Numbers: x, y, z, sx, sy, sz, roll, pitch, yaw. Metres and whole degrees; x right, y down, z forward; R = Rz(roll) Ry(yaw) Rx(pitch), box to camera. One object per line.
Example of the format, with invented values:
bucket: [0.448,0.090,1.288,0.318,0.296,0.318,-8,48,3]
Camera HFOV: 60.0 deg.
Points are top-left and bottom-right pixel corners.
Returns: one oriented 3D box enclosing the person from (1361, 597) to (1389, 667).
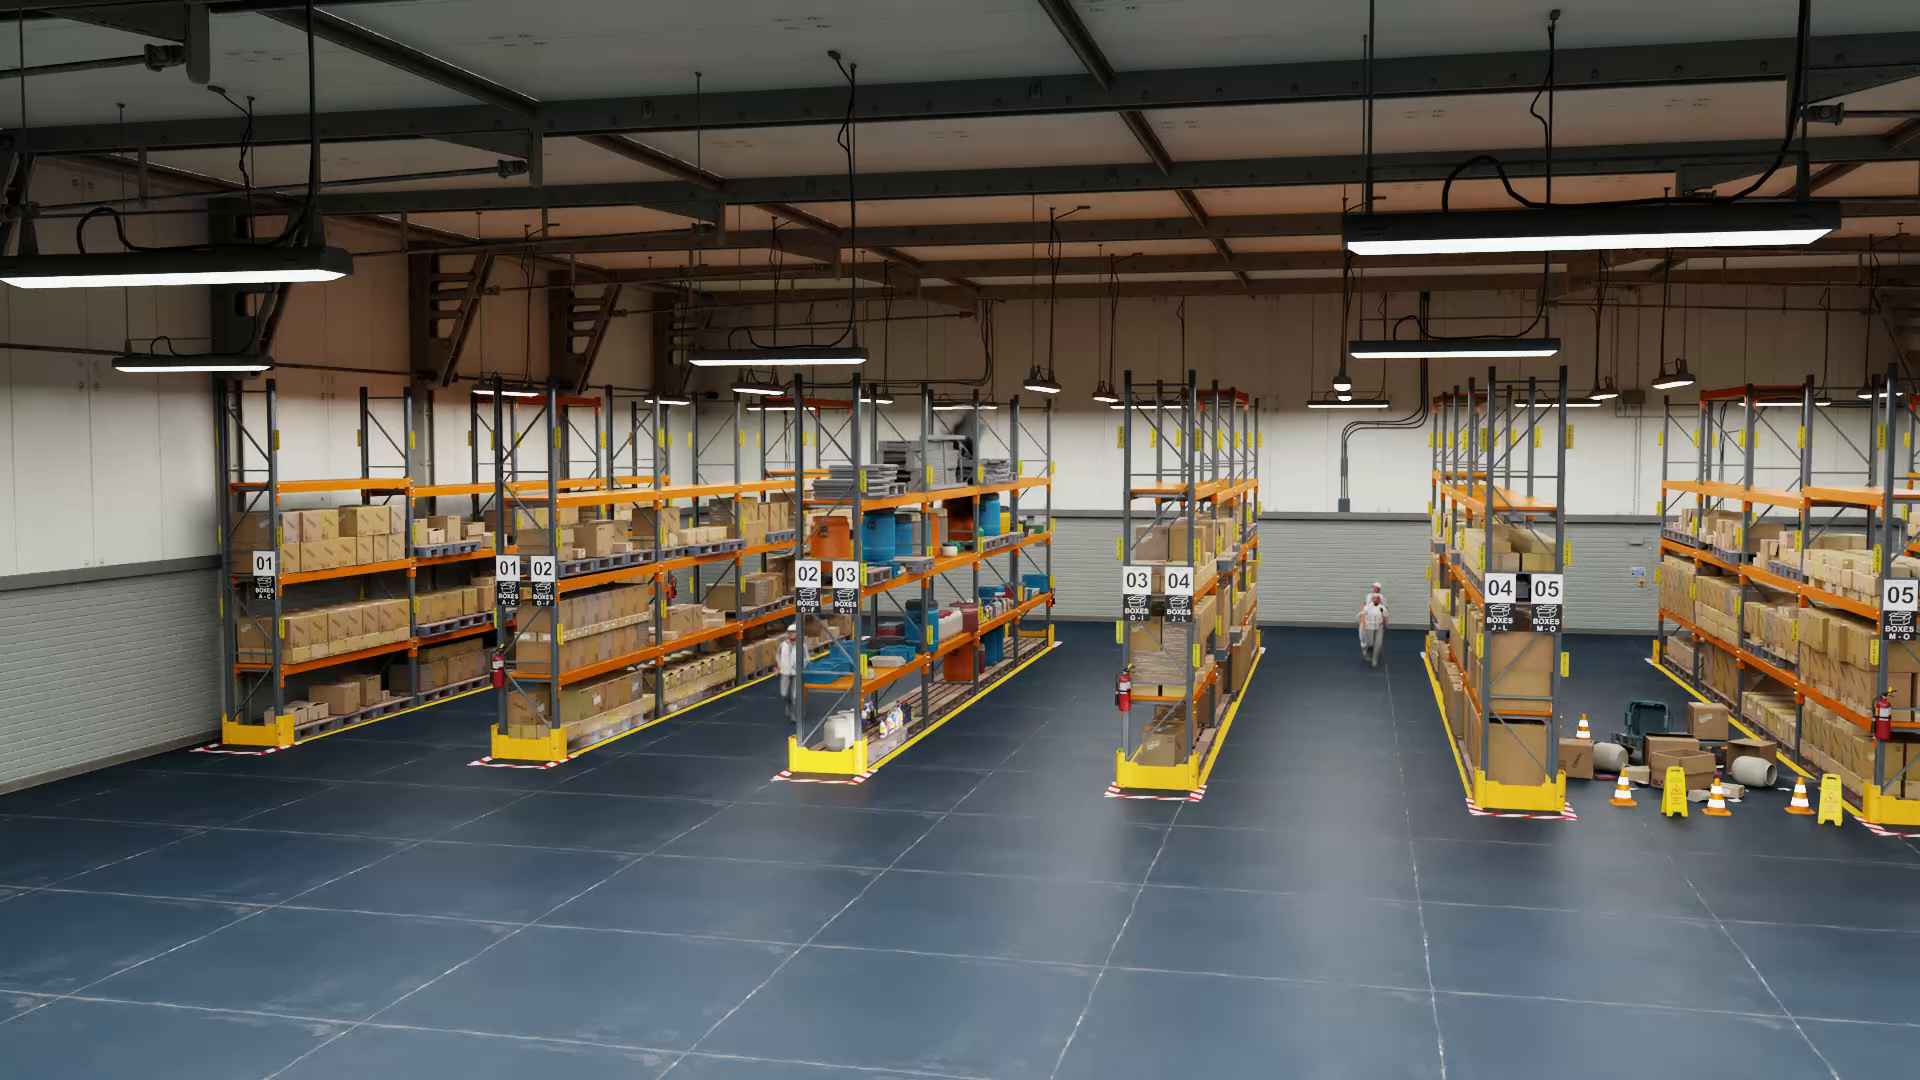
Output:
person: [9.186,2.006,36.809,0.603,1.598,0.546,1,3,9]

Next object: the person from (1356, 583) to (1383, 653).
person: [9.461,1.810,38.343,0.493,1.658,0.684,-3,4,-40]

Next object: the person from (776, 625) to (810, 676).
person: [-2.988,1.965,29.450,0.657,0.919,0.576,0,3,7]
